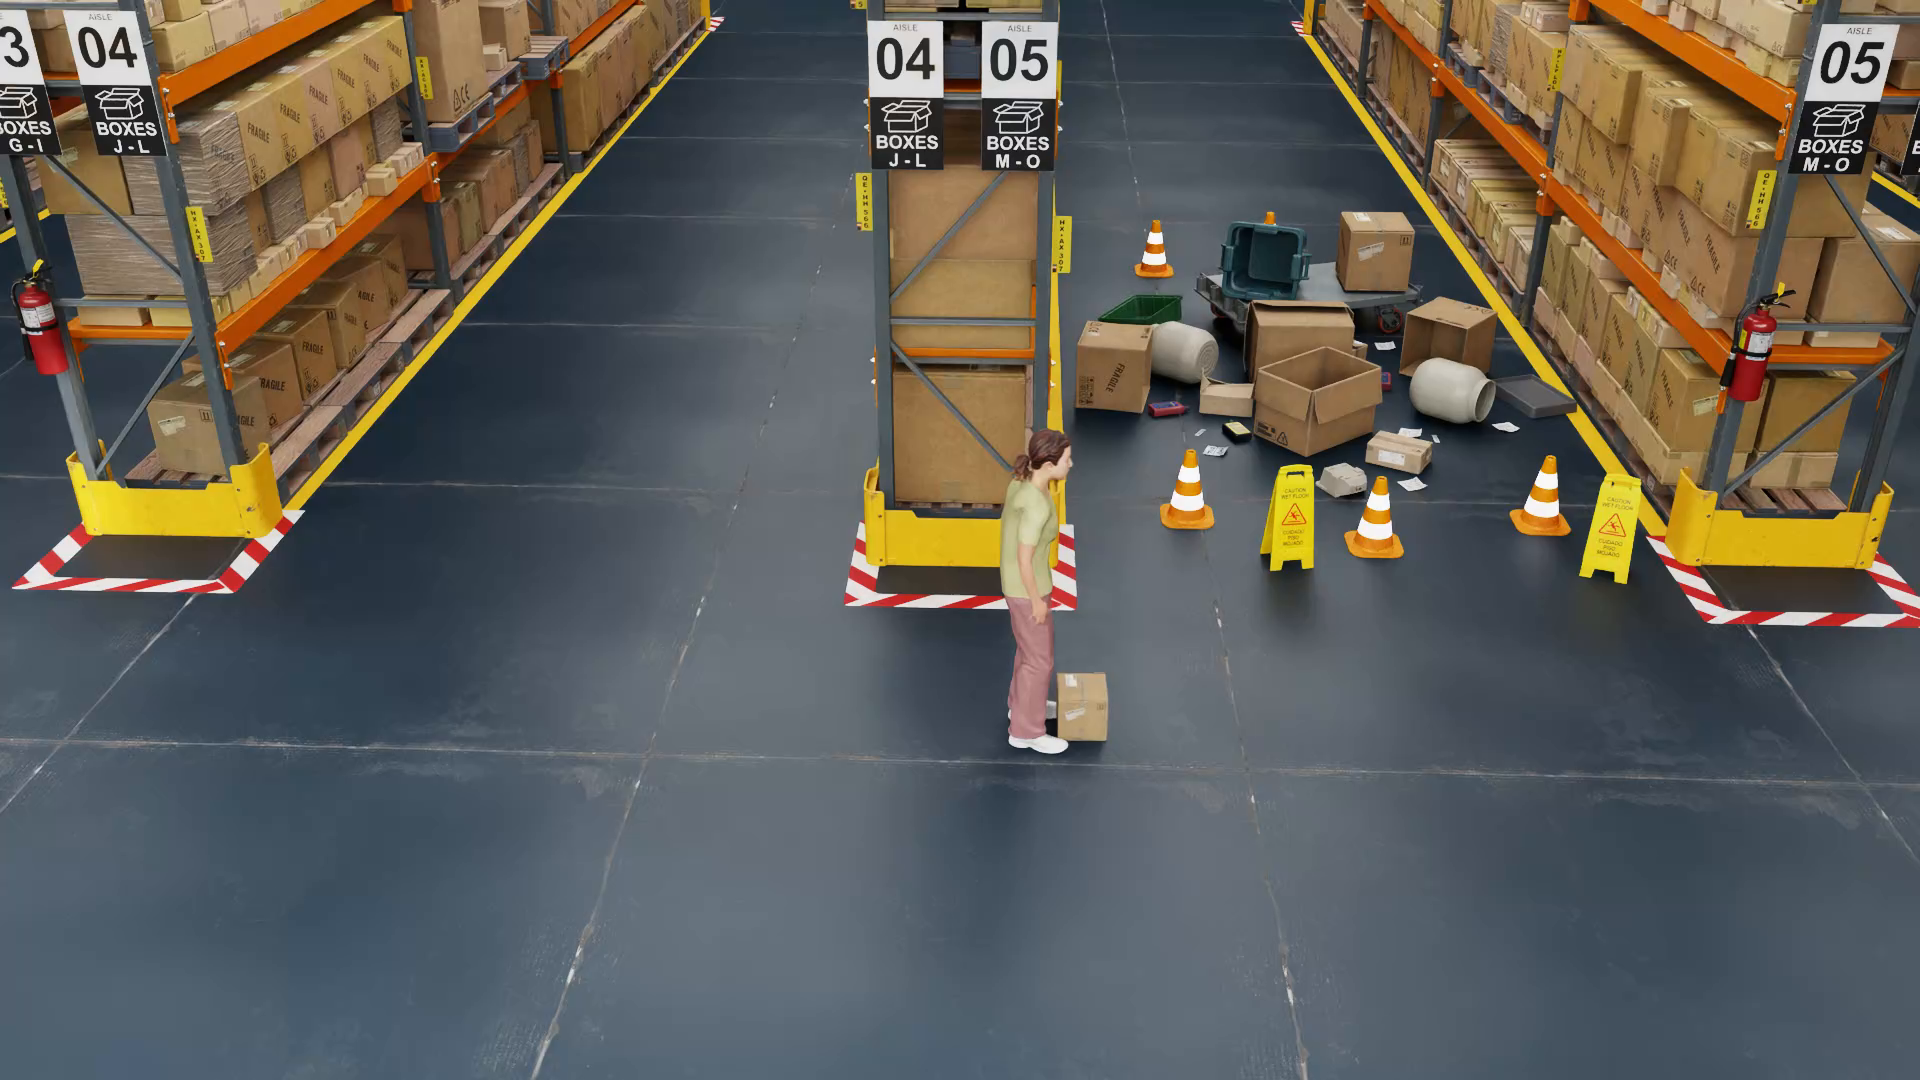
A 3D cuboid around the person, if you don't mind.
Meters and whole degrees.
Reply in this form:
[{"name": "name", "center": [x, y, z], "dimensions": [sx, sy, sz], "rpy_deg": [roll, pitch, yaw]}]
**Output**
[{"name": "person", "center": [0.374, 0.229, 8.195], "dimensions": [0.364, 1.672, 0.499], "rpy_deg": [0, 28, 0]}]
